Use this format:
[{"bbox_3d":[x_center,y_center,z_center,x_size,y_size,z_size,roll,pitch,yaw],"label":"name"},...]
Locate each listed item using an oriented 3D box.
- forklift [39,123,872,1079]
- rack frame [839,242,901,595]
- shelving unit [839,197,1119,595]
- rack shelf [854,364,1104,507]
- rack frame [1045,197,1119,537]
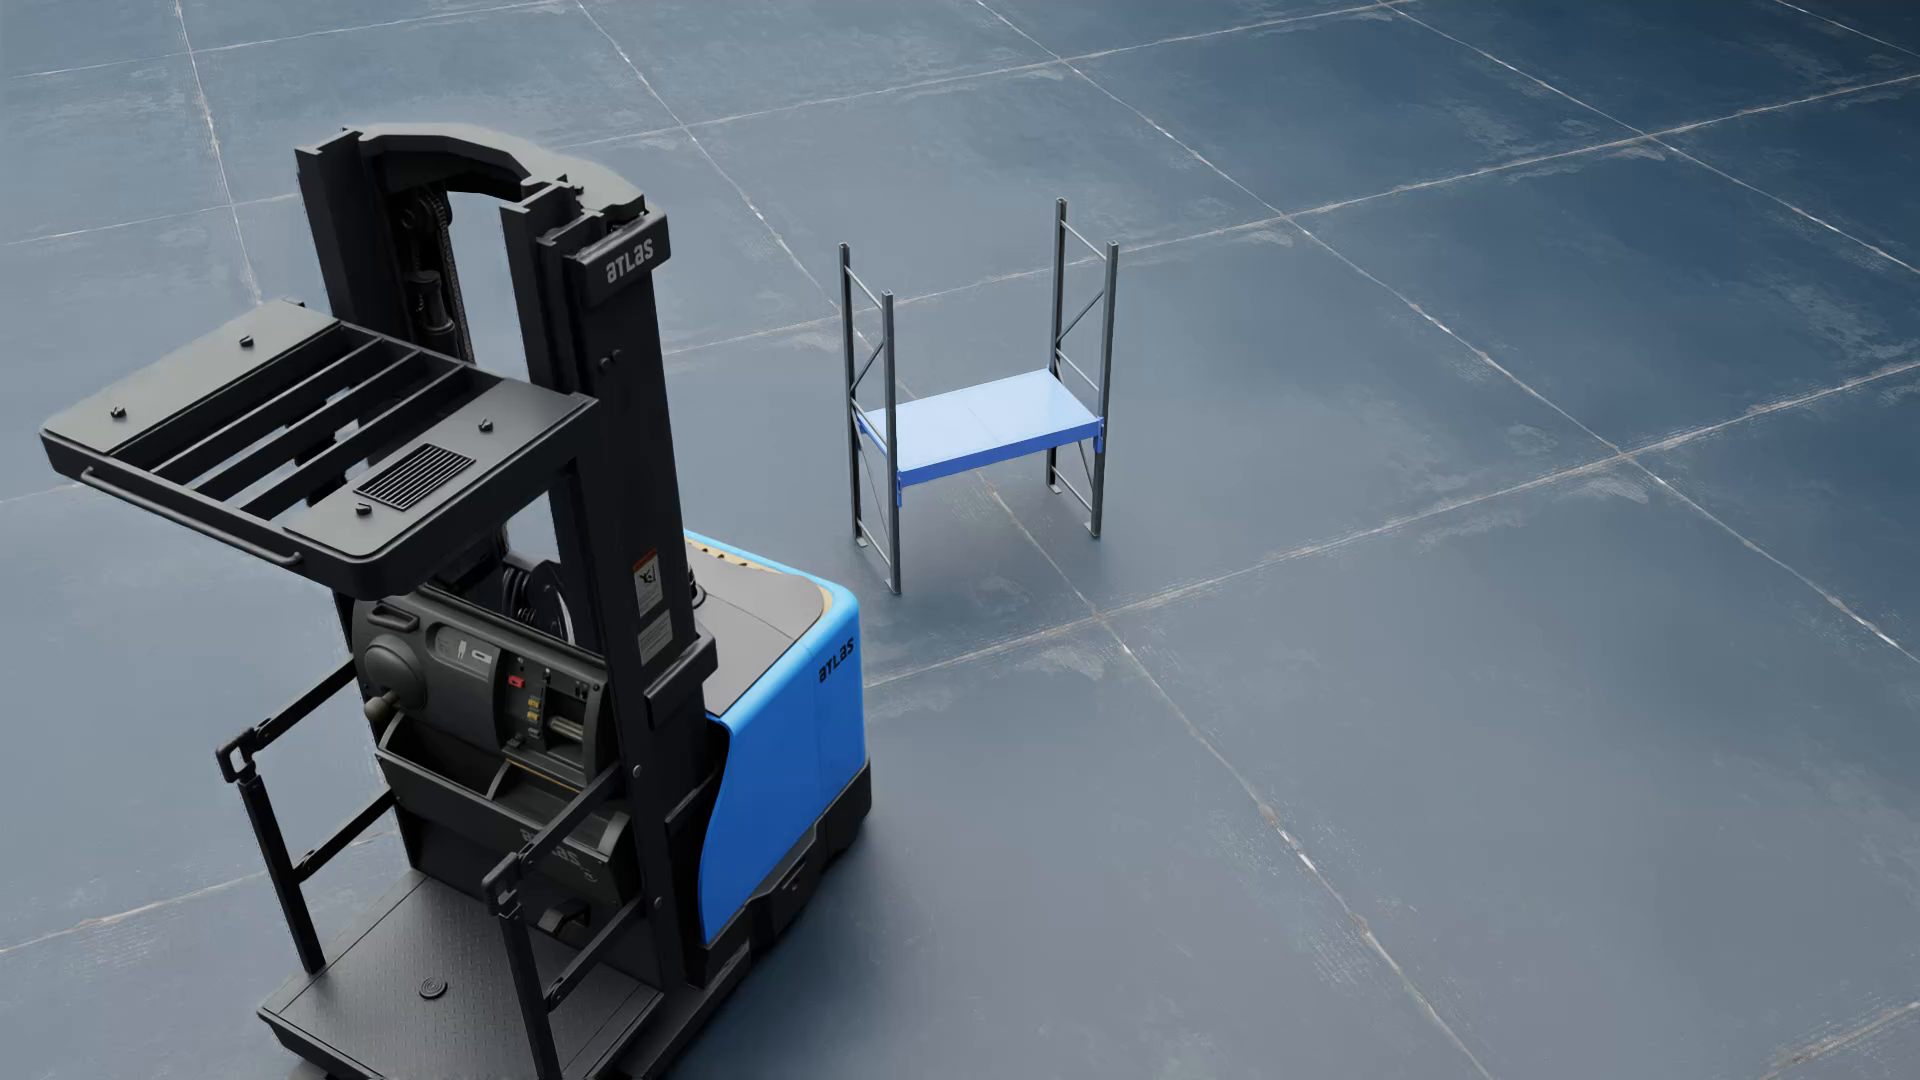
[{"bbox_3d":[-1.497,0.483,4.638,1.130,2.935,3.031,19,40,23],"label":"forklift"},{"bbox_3d":[-0.383,-0.495,7.159,0.032,1.500,0.500,-16,39,-20],"label":"rack frame"},{"bbox_3d":[0.077,-0.624,7.332,1.048,1.500,0.538,-16,39,-20],"label":"shelving unit"},{"bbox_3d":[0.077,-0.480,7.439,1.000,0.185,0.538,-16,39,-20],"label":"rack shelf"},{"bbox_3d":[0.537,-0.753,7.506,0.032,1.500,0.500,-16,39,-20],"label":"rack frame"}]
